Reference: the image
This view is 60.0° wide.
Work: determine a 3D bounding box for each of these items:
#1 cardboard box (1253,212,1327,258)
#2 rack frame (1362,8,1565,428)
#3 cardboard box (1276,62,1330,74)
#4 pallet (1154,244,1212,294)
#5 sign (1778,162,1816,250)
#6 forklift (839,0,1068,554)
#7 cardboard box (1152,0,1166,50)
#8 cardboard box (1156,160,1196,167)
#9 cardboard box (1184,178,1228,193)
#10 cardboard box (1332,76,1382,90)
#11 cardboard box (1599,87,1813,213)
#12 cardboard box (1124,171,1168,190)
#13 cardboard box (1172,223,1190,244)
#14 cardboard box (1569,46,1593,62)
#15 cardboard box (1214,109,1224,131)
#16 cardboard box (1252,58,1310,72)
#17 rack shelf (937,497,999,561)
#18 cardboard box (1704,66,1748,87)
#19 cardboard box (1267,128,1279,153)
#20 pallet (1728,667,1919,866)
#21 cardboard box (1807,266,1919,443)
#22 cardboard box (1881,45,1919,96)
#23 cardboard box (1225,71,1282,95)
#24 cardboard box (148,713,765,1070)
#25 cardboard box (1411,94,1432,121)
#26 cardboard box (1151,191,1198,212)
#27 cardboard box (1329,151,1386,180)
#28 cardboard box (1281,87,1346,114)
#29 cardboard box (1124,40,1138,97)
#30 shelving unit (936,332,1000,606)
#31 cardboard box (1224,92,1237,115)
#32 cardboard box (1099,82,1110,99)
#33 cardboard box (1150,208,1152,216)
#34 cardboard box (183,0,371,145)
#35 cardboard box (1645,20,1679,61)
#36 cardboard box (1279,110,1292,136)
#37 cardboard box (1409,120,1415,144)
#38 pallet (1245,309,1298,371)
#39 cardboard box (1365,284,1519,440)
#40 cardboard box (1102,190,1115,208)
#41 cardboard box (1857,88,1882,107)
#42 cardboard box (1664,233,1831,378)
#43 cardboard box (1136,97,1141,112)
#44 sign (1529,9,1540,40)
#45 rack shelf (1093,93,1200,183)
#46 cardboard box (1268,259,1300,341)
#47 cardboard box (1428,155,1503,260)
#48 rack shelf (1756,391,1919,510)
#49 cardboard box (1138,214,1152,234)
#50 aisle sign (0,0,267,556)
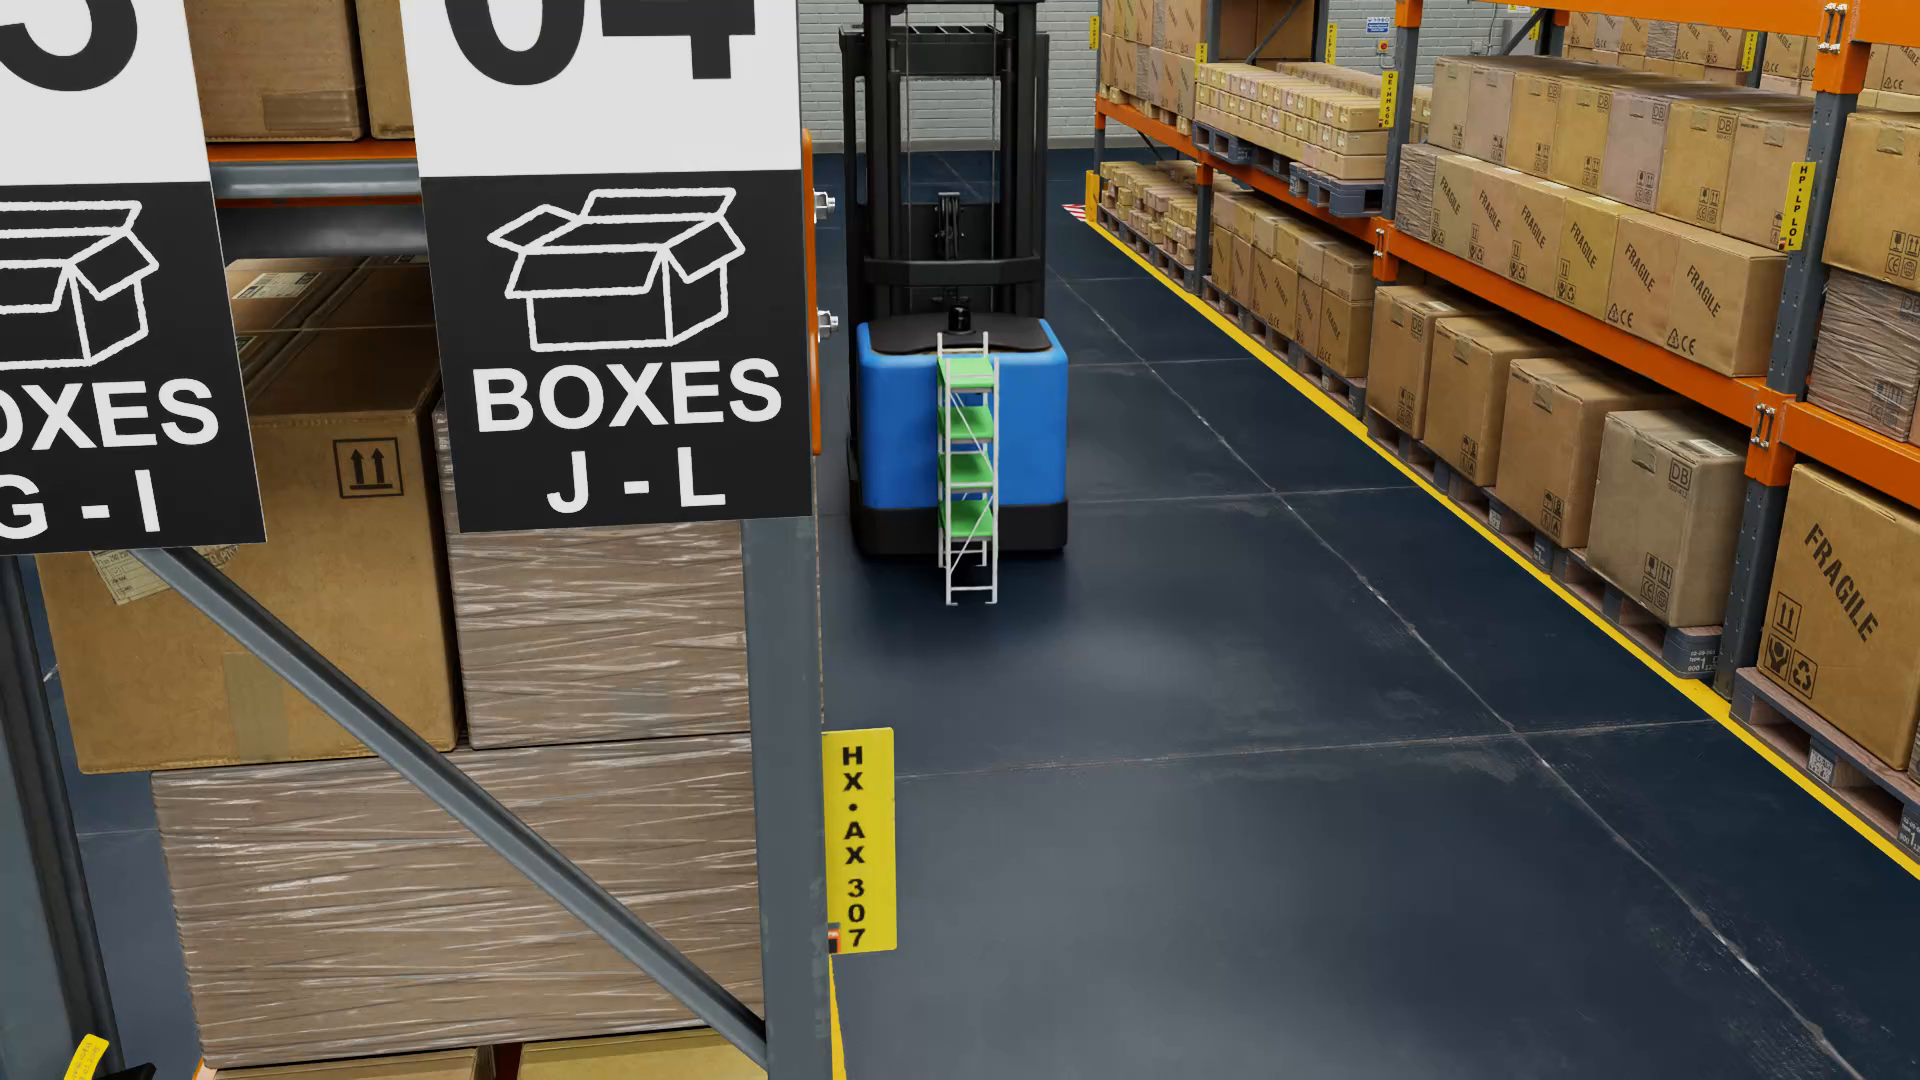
[{"bbox_3d":[2.516,-2.292,12.466,0.500,0.250,0.500,-2,21,-6],"label":"cardboard box"},{"bbox_3d":[3.099,-2.160,10.213,1.000,3.000,0.127,-3,21,-8],"label":"rack frame"},{"bbox_3d":[2.773,-3.774,13.442,0.380,0.149,0.250,-2,21,-5],"label":"cardboard box"},{"bbox_3d":[2.391,-2.470,15.027,1.003,0.211,1.213,-3,21,-8],"label":"pallet"},{"bbox_3d":[3.140,-1.250,6.234,0.100,0.325,0.005,-3,21,-8],"label":"sign"},{"bbox_3d":[-0.098,-1.773,9.274,1.130,2.935,3.031,-2,21,-5],"label":"forklift"},{"bbox_3d":[2.047,-4.706,15.031,0.500,0.500,0.500,-2,21,-6],"label":"cardboard box"},{"bbox_3d":[2.273,-3.900,17.494,0.380,0.149,0.250,-3,21,-7],"label":"cardboard box"},{"bbox_3d":[2.412,-3.446,16.281,0.380,0.149,0.250,-4,21,-10],"label":"cardboard box"},{"bbox_3d":[2.960,-3.323,12.233,0.380,0.149,0.250,-4,21,-10],"label":"cardboard box"},{"bbox_3d":[3.450,-1.815,7.717,0.700,0.500,0.500,-3,21,-7],"label":"cardboard box"},{"bbox_3d":[1.871,-3.607,16.710,0.380,0.149,0.250,-4,21,-10],"label":"cardboard box"},{"bbox_3d":[2.111,-2.732,14.793,0.380,0.149,0.250,-4,21,-10],"label":"cardboard box"},{"bbox_3d":[6.715,-4.907,17.425,0.500,0.500,0.500,-3,21,-9],"label":"cardboard box"},{"bbox_3d":[2.202,-3.282,12.976,0.380,0.149,0.250,-3,21,-7],"label":"cardboard box"},{"bbox_3d":[2.700,-3.916,14.345,0.500,0.500,0.500,-3,21,-9],"label":"cardboard box"},{"bbox_3d":[0.034,-0.056,8.020,0.258,0.148,0.480,-2,21,-5],"label":"rack shelf"},{"bbox_3d":[7.086,-4.024,15.061,0.500,0.500,0.500,-3,21,-7],"label":"cardboard box"},{"bbox_3d":[2.393,-2.831,11.768,0.380,0.149,0.250,-2,21,-6],"label":"cardboard box"},{"bbox_3d":[3.708,0.798,6.277,1.003,0.211,1.213,-3,21,-8],"label":"pallet"},{"bbox_3d":[3.741,-0.718,6.138,0.875,0.550,0.550,-3,21,-8],"label":"cardboard box"},{"bbox_3d":[7.436,-3.651,12.633,0.500,0.500,0.500,-3,21,-9],"label":"cardboard box"},{"bbox_3d":[2.238,-3.472,12.633,0.380,0.149,0.250,-3,21,-8],"label":"cardboard box"},{"bbox_3d":[-0.723,0.447,2.665,0.875,0.500,0.500,-3,21,-8],"label":"cardboard box"},{"bbox_3d":[3.152,-2.866,11.011,0.380,0.149,0.250,-3,21,-8],"label":"cardboard box"},{"bbox_3d":[2.004,-3.150,15.488,0.380,0.149,0.250,-4,21,-10],"label":"cardboard box"},{"bbox_3d":[2.573,-2.387,10.579,0.380,0.149,0.250,-3,21,-7],"label":"cardboard box"},{"bbox_3d":[2.432,-3.018,11.419,0.380,0.149,0.250,-3,21,-8],"label":"cardboard box"},{"bbox_3d":[1.898,-4.593,16.158,0.500,0.500,0.500,-3,21,-7],"label":"cardboard box"},{"bbox_3d":[0.034,-0.341,7.914,0.258,1.200,0.503,-2,21,-5],"label":"shelving unit"},{"bbox_3d":[2.239,-3.335,12.692,0.380,0.149,0.250,-4,21,-10],"label":"cardboard box"},{"bbox_3d":[1.668,-4.684,17.328,0.380,0.149,0.250,-3,21,-8],"label":"cardboard box"},{"bbox_3d":[2.045,-3.191,16.022,0.380,0.149,0.250,-2,21,-5],"label":"cardboard box"},{"bbox_3d":[-0.991,-0.664,2.135,0.500,0.250,0.500,-2,21,-6],"label":"cardboard box"},{"bbox_3d":[6.917,-4.846,15.833,0.500,0.500,0.500,-3,21,-7],"label":"cardboard box"},{"bbox_3d":[2.427,-2.883,11.482,0.380,0.149,0.250,-3,21,-8],"label":"cardboard box"},{"bbox_3d":[3.145,-2.742,11.105,0.380,0.149,0.250,-4,21,-9],"label":"cardboard box"},{"bbox_3d":[2.815,-1.546,12.554,1.003,0.211,1.213,-3,21,-8],"label":"pallet"},{"bbox_3d":[3.098,-1.088,9.957,1.050,0.750,0.750,-3,21,-8],"label":"cardboard box"},{"bbox_3d":[1.704,-3.594,17.526,0.380,0.149,0.250,-2,21,-7],"label":"cardboard box"},{"bbox_3d":[7.340,-3.472,13.225,0.500,0.250,0.500,-3,21,-7],"label":"cardboard box"},{"bbox_3d":[3.336,-0.989,6.935,0.500,0.500,0.500,-3,21,-8],"label":"cardboard box"},{"bbox_3d":[1.927,-4.237,16.132,0.380,0.149,0.250,-3,21,-9],"label":"cardboard box"},{"bbox_3d":[6.279,-5.632,18.157,0.100,0.325,0.005,-3,21,-8],"label":"sign"},{"bbox_3d":[2.234,-3.901,15.901,1.077,0.370,4.000,-3,21,-8],"label":"rack shelf"},{"bbox_3d":[2.582,-1.763,12.121,0.500,0.500,0.500,-4,21,-10],"label":"cardboard box"},{"bbox_3d":[2.973,-1.862,9.272,0.500,0.500,0.500,-3,21,-8],"label":"cardboard box"},{"bbox_3d":[3.964,0.254,4.777,1.077,0.370,4.000,-3,21,-8],"label":"rack shelf"},{"bbox_3d":[1.941,-3.059,16.093,0.380,0.149,0.250,-3,21,-8],"label":"cardboard box"},{"bbox_3d":[-0.959,-0.357,1.668,0.394,0.787,0.004,-3,21,-8],"label":"aisle sign"}]
